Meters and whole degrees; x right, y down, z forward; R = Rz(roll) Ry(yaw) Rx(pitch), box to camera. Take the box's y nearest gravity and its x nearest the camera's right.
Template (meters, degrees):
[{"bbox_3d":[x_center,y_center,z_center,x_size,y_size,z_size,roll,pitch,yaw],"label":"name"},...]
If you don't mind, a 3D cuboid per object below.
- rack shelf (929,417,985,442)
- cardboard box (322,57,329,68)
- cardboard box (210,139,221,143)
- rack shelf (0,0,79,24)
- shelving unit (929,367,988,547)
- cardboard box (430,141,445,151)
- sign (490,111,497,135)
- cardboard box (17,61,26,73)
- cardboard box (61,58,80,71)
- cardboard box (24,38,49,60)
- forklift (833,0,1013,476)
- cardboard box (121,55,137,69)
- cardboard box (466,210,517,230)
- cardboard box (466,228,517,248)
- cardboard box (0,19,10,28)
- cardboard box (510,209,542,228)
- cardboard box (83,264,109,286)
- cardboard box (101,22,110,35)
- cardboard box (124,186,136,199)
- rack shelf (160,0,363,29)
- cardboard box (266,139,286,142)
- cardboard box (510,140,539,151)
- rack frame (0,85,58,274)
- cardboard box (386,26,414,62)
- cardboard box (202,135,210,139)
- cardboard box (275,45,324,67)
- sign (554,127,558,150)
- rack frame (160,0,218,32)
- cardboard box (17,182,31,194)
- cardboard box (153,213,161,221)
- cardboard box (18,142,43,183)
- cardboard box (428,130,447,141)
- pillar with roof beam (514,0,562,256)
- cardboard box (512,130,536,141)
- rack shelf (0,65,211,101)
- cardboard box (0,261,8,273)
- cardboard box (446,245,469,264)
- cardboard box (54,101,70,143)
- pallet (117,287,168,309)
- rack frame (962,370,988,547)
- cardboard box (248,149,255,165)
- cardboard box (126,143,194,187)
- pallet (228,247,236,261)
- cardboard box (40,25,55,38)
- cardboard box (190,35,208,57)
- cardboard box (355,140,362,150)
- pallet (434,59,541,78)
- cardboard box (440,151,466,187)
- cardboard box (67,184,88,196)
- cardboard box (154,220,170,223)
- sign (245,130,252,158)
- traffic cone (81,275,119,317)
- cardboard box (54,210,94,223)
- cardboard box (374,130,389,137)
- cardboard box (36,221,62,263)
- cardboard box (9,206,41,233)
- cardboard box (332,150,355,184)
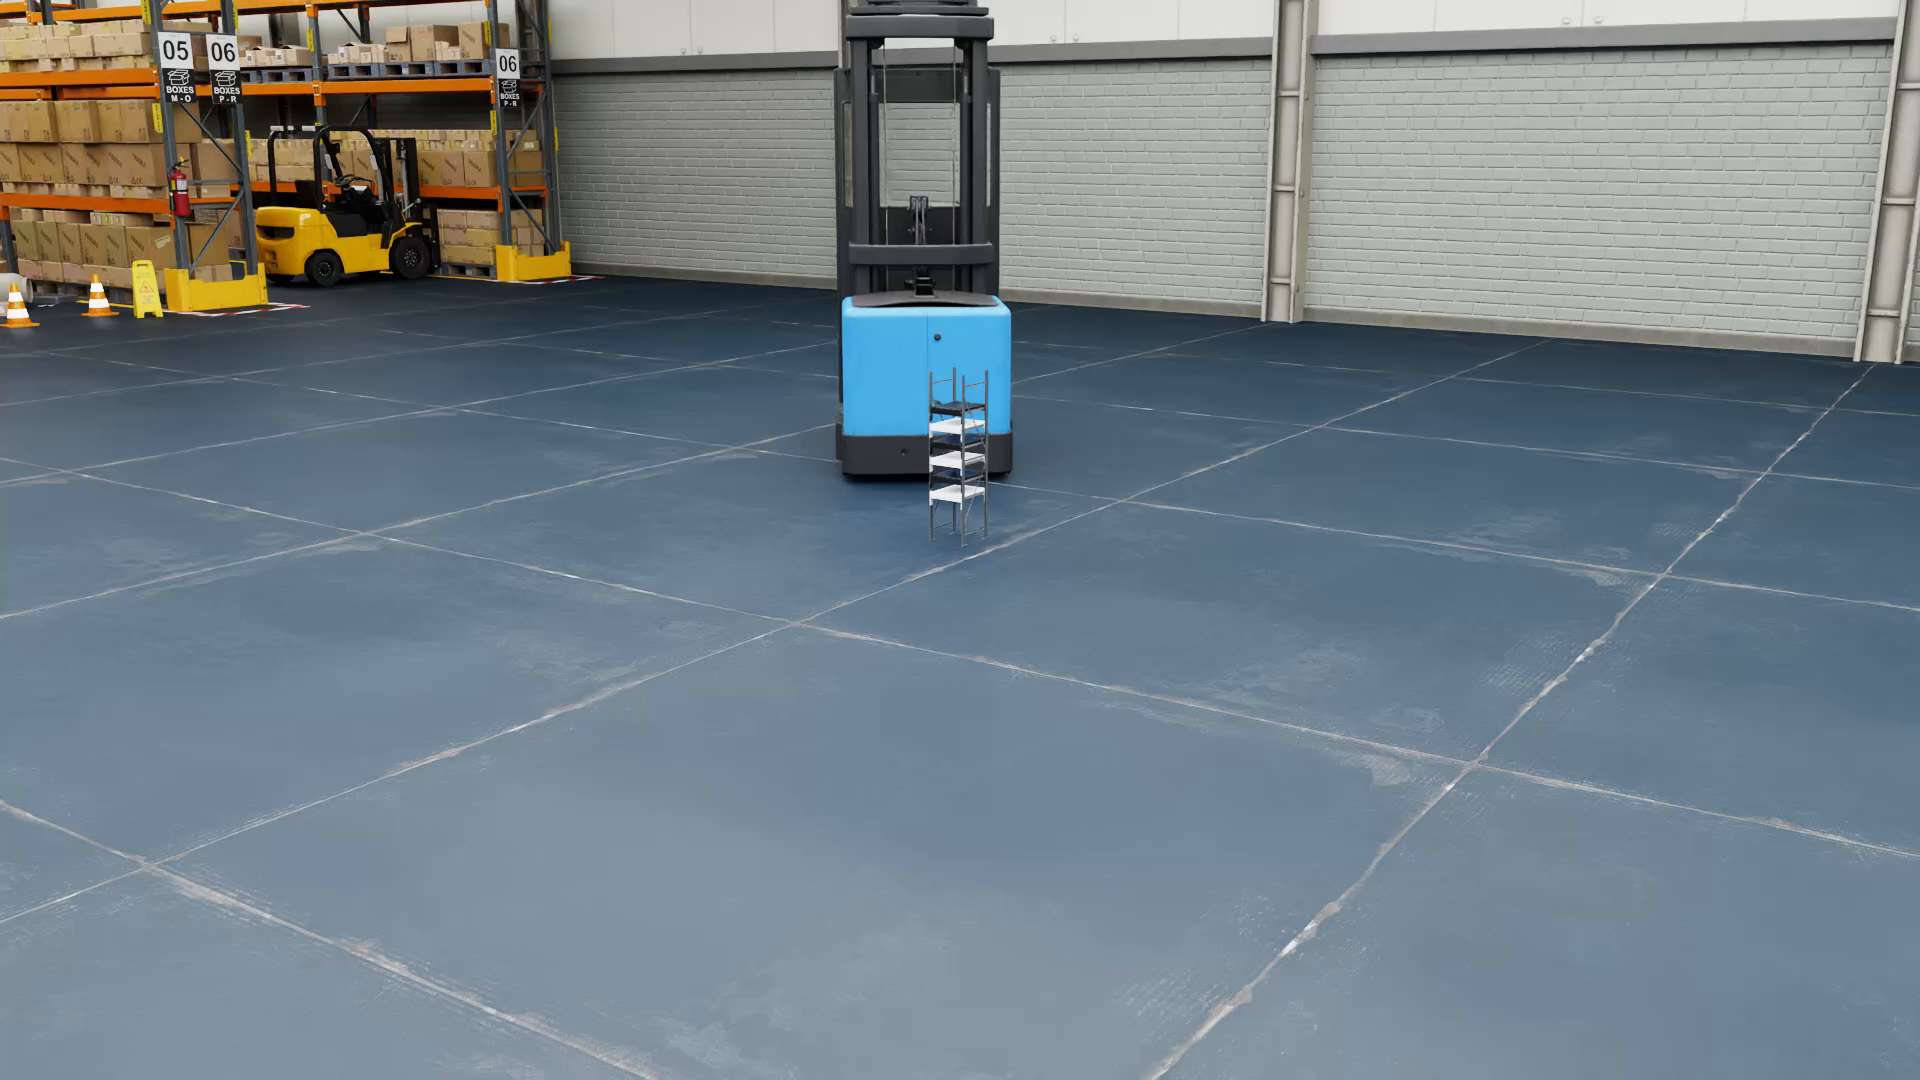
[{"bbox_3d":[-0.007,-0.580,8.684,0.200,0.077,0.258,9,17,33],"label":"rack shelf"},{"bbox_3d":[-10.137,-7.559,26.316,0.250,0.149,0.380,9,17,33],"label":"cardboard box"},{"bbox_3d":[-12.088,-6.521,27.364,0.250,0.149,0.380,9,17,33],"label":"cardboard box"},{"bbox_3d":[-17.840,-9.722,30.874,4.000,0.370,1.077,9,17,33],"label":"rack shelf"},{"bbox_3d":[-0.007,-0.438,8.719,0.210,0.900,0.258,9,17,33],"label":"shelving unit"},{"bbox_3d":[-7.525,-5.775,24.350,0.250,0.149,0.380,9,16,31],"label":"cardboard box"},{"bbox_3d":[-6.538,-5.854,23.326,0.005,0.325,0.100,9,17,33],"label":"sign"},{"bbox_3d":[-11.735,-6.015,21.161,0.250,0.149,0.380,9,17,33],"label":"cardboard box"},{"bbox_3d":[-10.742,-5.816,20.357,0.250,0.149,0.380,9,16,32],"label":"cardboard box"},{"bbox_3d":[-11.256,-6.106,20.700,0.500,0.250,0.500,9,17,33],"label":"cardboard box"},{"bbox_3d":[-0.298,-2.121,11.293,1.130,2.935,3.031,-1,14,-4],"label":"forklift"},{"bbox_3d":[-9.668,-5.646,19.669,0.250,0.149,0.380,9,17,33],"label":"cardboard box"},{"bbox_3d":[-6.780,-4.637,24.081,0.500,0.250,0.500,10,17,35],"label":"cardboard box"},{"bbox_3d":[-6.802,-4.398,24.155,0.500,0.250,0.500,9,16,32],"label":"cardboard box"},{"bbox_3d":[-12.862,-6.712,21.849,0.500,0.250,0.500,10,17,34],"label":"cardboard box"},{"bbox_3d":[-6.517,-4.740,24.496,0.500,0.250,0.500,9,16,32],"label":"cardboard box"},{"bbox_3d":[-10.674,-3.357,20.990,0.500,0.250,0.500,8,16,31],"label":"cardboard box"},{"bbox_3d":[-10.032,-6.118,19.916,0.250,0.149,0.380,9,17,33],"label":"cardboard box"},{"bbox_3d":[-9.893,-4.229,20.188,0.250,0.149,0.380,9,16,32],"label":"cardboard box"},{"bbox_3d":[-11.202,-8.457,26.587,4.000,0.370,1.077,9,17,33],"label":"rack shelf"},{"bbox_3d":[-10.823,-6.315,26.535,0.250,0.149,0.380,9,16,31],"label":"cardboard box"},{"bbox_3d":[-6.360,-5.744,24.226,0.250,0.149,0.380,9,16,31],"label":"cardboard box"},{"bbox_3d":[-12.310,-4.829,22.090,0.127,3.000,1.000,9,17,33],"label":"rack frame"},{"bbox_3d":[-7.985,-7.296,24.515,0.637,0.503,0.797,10,17,35],"label":"cardboard box"},{"bbox_3d":[-13.202,-6.709,28.600,0.500,0.500,0.500,10,17,35],"label":"cardboard box"},{"bbox_3d":[-10.279,-7.533,25.874,0.500,0.311,0.500,9,16,31],"label":"cardboard box"},{"bbox_3d":[-5.909,-5.852,24.254,0.005,0.325,0.100,9,17,33],"label":"sign"},{"bbox_3d":[-12.862,-9.268,27.536,0.127,3.000,1.000,9,17,33],"label":"rack frame"},{"bbox_3d":[-11.989,-4.578,21.596,0.250,0.149,0.380,10,17,34],"label":"cardboard box"},{"bbox_3d":[-13.742,-5.430,28.843,0.500,0.500,0.500,9,16,32],"label":"cardboard box"},{"bbox_3d":[-11.671,-4.845,21.326,0.500,0.500,0.500,9,17,33],"label":"cardboard box"},{"bbox_3d":[-7.536,-5.915,24.297,0.250,0.149,0.380,10,17,34],"label":"cardboard box"},{"bbox_3d":[-8.701,-7.610,20.838,0.400,9.000,9.100,9,17,33],"label":"pillar with roof beam"},{"bbox_3d":[-6.383,-5.879,24.152,0.250,0.149,0.380,9,16,32],"label":"cardboard box"},{"bbox_3d":[-10.650,-5.668,20.733,4.000,0.370,1.077,9,17,33],"label":"rack shelf"},{"bbox_3d":[-12.180,-3.202,20.714,0.500,0.500,0.500,-4,14,-16],"label":"cardboard box"},{"bbox_3d":[-7.197,-4.221,24.480,0.500,0.250,0.500,9,17,33],"label":"cardboard box"},{"bbox_3d":[-10.769,-5.208,20.712,0.500,0.500,0.700,9,17,32],"label":"cardboard box"},{"bbox_3d":[-9.708,-3.066,20.768,1.213,0.211,1.003,9,17,33],"label":"pallet"},{"bbox_3d":[0.078,-0.424,8.664,0.006,0.900,0.240,9,17,33],"label":"rack frame"},{"bbox_3d":[-11.353,-6.213,26.951,0.500,0.250,0.500,9,17,34],"label":"cardboard box"},{"bbox_3d":[-9.595,-4.504,19.948,0.500,0.500,0.500,9,16,32],"label":"cardboard box"},{"bbox_3d":[-12.200,-4.884,28.115,1.213,0.211,1.003,9,17,33],"label":"pallet"},{"bbox_3d":[-11.119,-6.280,20.569,0.250,0.149,0.380,9,16,32],"label":"cardboard box"},{"bbox_3d":[-9.259,-5.941,20.032,0.500,0.250,0.500,9,16,32],"label":"cardboard box"},{"bbox_3d":[-8.978,-6.024,25.358,0.250,0.149,0.380,9,17,33],"label":"cardboard box"},{"bbox_3d":[-6.796,-6.796,23.977,1.213,0.211,1.003,9,17,33],"label":"pallet"},{"bbox_3d":[-7.204,-5.417,24.255,0.500,0.500,0.500,10,17,35],"label":"cardboard box"},{"bbox_3d":[-10.947,-4.400,20.877,0.250,0.149,0.380,9,17,33],"label":"cardboard box"},{"bbox_3d":[-10.374,-3.831,21.343,0.500,0.500,0.500,10,17,34],"label":"cardboard box"},{"bbox_3d":[-8.688,-4.821,20.256,0.005,0.325,0.100,9,17,33],"label":"sign"},{"bbox_3d":[-10.068,-2.862,19.422,0.334,0.463,0.336,9,17,33],"label":"traffic cone"},{"bbox_3d":[-11.248,-4.112,21.129,0.250,0.149,0.380,10,17,36],"label":"cardboard box"},{"bbox_3d":[-8.573,-6.092,25.012,0.250,0.149,0.380,9,16,32],"label":"cardboard box"},{"bbox_3d":[-11.520,-3.860,21.462,0.500,0.500,0.500,10,17,35],"label":"cardboard box"},{"bbox_3d":[-17.496,-6.057,31.377,0.500,0.500,0.700,8,16,31],"label":"cardboard box"},{"bbox_3d":[-9.320,-5.757,25.628,0.500,0.500,0.500,9,16,31],"label":"cardboard box"}]
